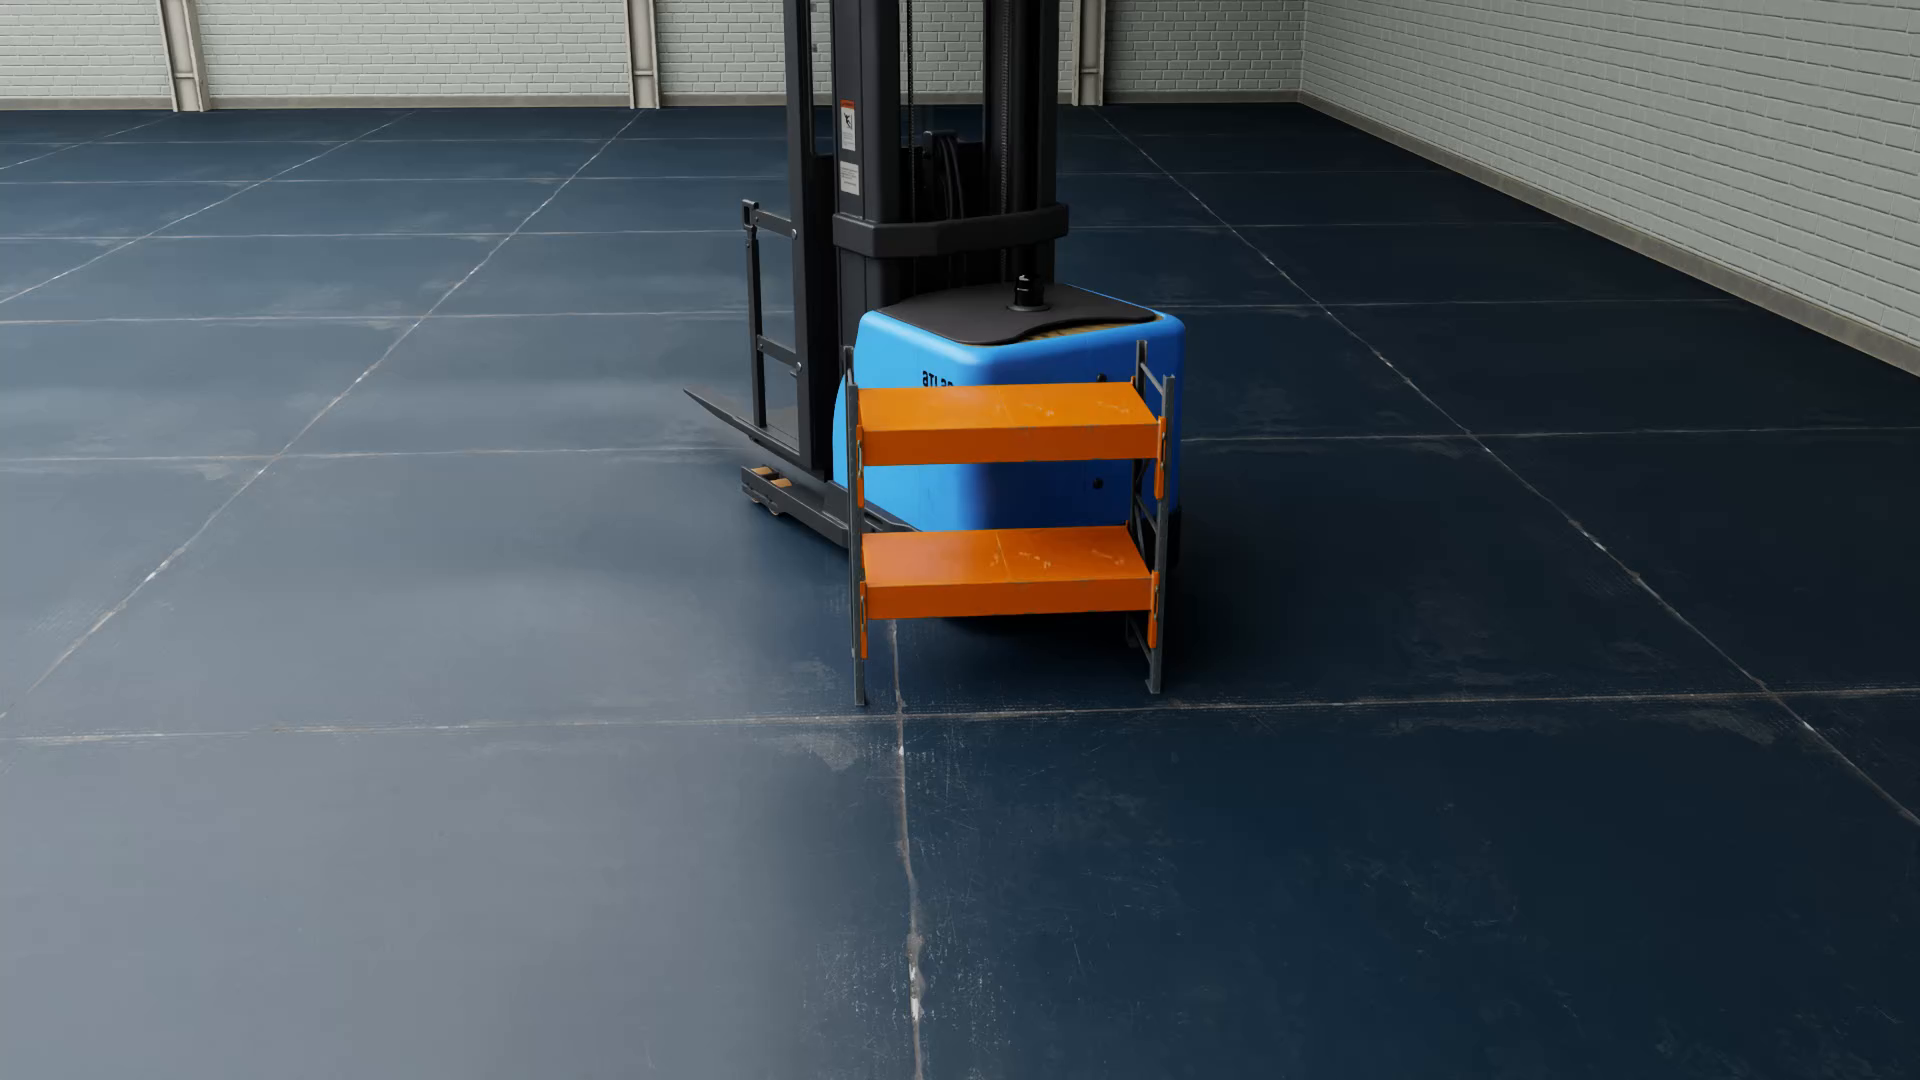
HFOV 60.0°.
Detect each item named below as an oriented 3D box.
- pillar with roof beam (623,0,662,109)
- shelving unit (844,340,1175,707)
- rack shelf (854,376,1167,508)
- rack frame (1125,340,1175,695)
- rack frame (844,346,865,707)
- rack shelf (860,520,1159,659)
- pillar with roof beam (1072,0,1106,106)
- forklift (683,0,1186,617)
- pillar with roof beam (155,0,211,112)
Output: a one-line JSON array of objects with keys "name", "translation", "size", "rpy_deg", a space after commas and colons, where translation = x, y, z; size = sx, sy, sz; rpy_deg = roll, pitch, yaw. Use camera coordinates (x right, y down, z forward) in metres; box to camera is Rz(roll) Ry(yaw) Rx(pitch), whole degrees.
[{"name": "pillar with roof beam", "translation": [-3.999, -8.533, 16.886], "size": [0.400, 9.000, 9.100], "rpy_deg": [-1, 21, -3]}, {"name": "shelving unit", "translation": [0.146, -0.066, 5.714], "size": [1.048, 1.125, 0.538], "rpy_deg": [-2, 21, -5]}, {"name": "rack shelf", "translation": [0.146, -0.340, 5.610], "size": [1.000, 0.278, 0.538], "rpy_deg": [-2, 21, -5]}, {"name": "rack frame", "translation": [0.652, -0.082, 5.756], "size": [0.032, 1.125, 0.500], "rpy_deg": [-2, 21, -5]}, {"name": "rack frame", "translation": [-0.360, -0.050, 5.672], "size": [0.032, 1.125, 0.500], "rpy_deg": [-2, 21, -5]}, {"name": "rack shelf", "translation": [0.146, 0.162, 5.801], "size": [1.000, 0.278, 0.538], "rpy_deg": [-2, 21, -5]}, {"name": "pillar with roof beam", "translation": [1.992, -8.655, 17.207], "size": [0.400, 9.000, 9.100], "rpy_deg": [-1, 21, -3]}, {"name": "forklift", "translation": [-0.334, -1.558, 7.093], "size": [1.130, 2.935, 3.031], "rpy_deg": [-13, 24, -30]}, {"name": "pillar with roof beam", "translation": [-9.989, -8.411, 16.566], "size": [0.400, 9.000, 9.100], "rpy_deg": [-1, 21, -3]}]
